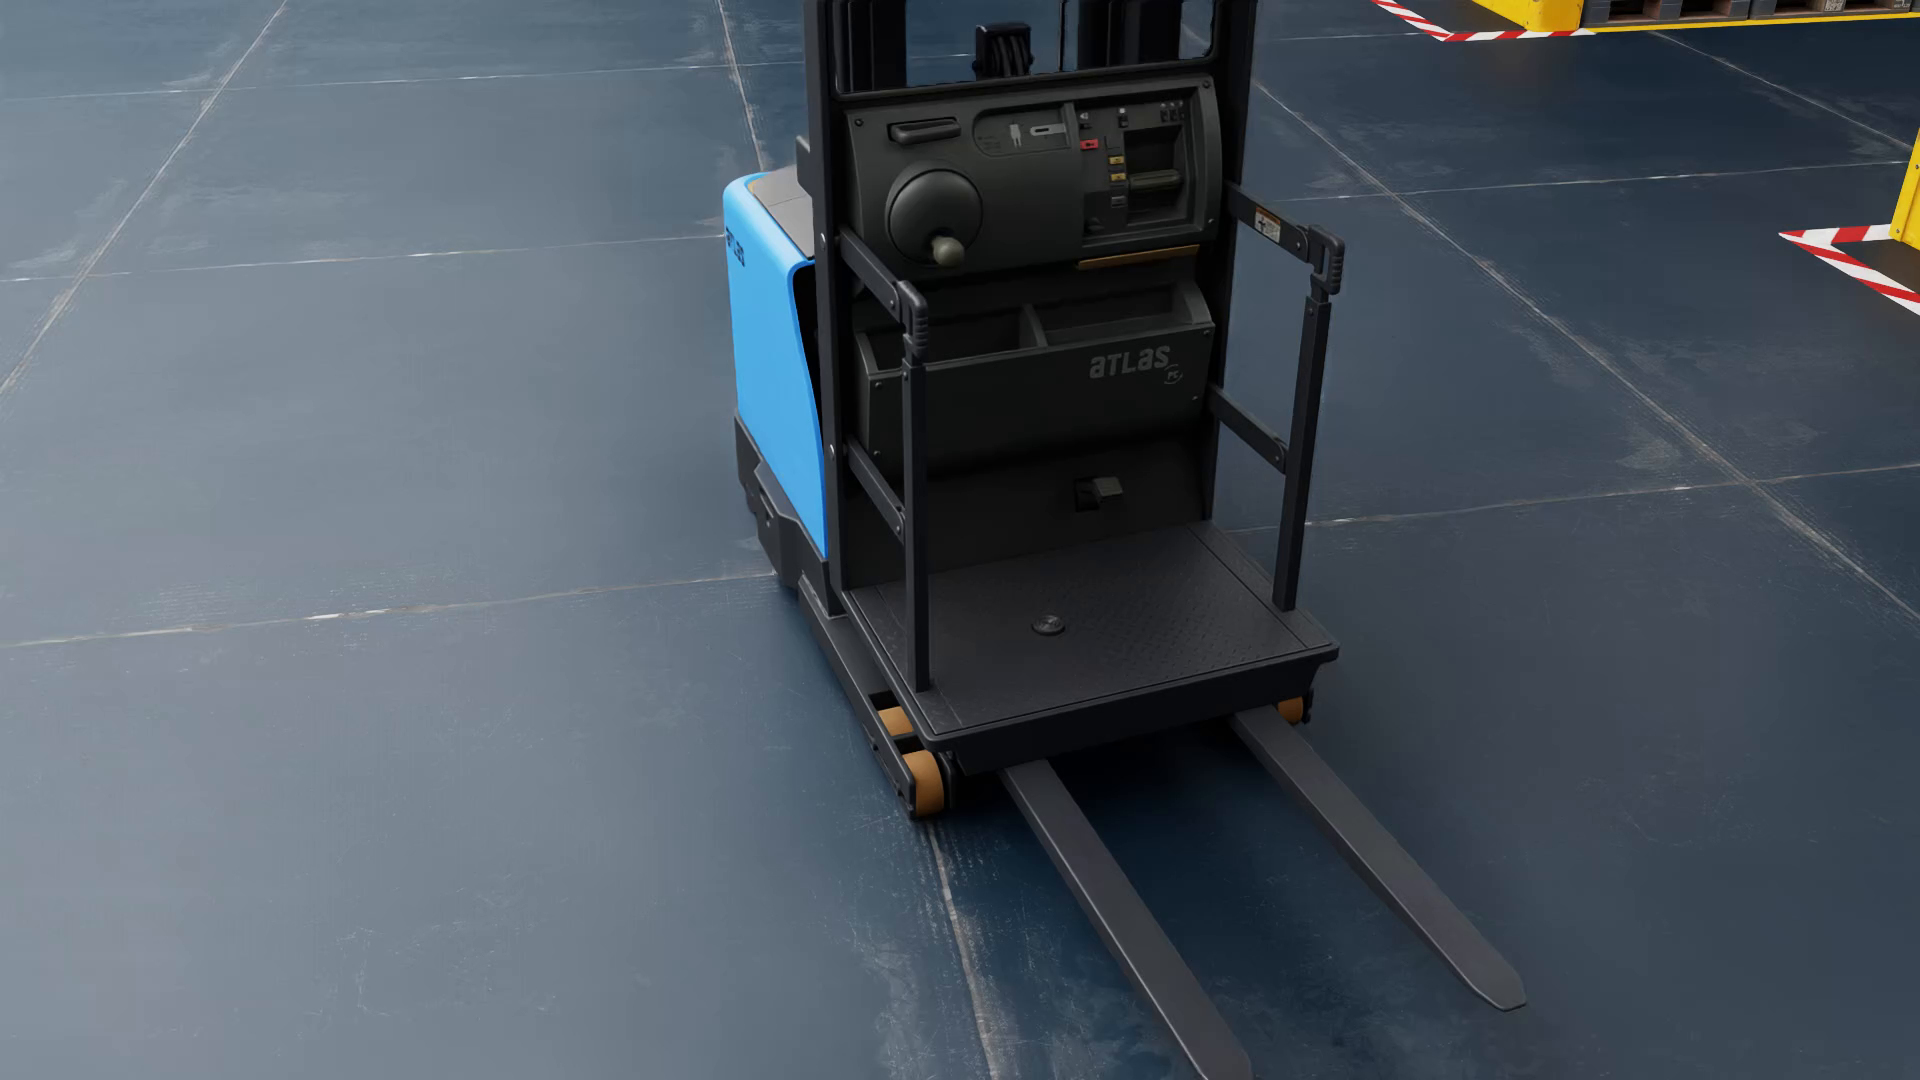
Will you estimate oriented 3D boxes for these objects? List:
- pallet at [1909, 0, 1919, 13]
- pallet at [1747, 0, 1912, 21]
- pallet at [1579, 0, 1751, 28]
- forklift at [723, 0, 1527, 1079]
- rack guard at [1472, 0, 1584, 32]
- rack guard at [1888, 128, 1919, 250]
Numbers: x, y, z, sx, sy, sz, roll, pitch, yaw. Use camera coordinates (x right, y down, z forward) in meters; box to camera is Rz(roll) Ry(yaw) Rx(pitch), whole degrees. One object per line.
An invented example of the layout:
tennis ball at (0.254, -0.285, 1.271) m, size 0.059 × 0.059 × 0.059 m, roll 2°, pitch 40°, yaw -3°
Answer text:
pallet at (7.033, -4.004, 11.851) m, size 1.213 × 0.211 × 1.003 m, roll -5°, pitch 31°, yaw -9°
pallet at (5.830, -3.891, 11.659) m, size 1.213 × 0.211 × 1.003 m, roll -5°, pitch 31°, yaw -9°
pallet at (4.632, -3.781, 11.472) m, size 1.213 × 0.211 × 1.003 m, roll -5°, pitch 31°, yaw -9°
forklift at (0.269, -0.820, 3.753) m, size 1.130 × 2.935 × 3.031 m, roll -11°, pitch 32°, yaw -18°
rack guard at (3.827, -3.849, 11.303) m, size 0.348 × 0.500 × 1.175 m, roll -5°, pitch 31°, yaw -9°
rack guard at (4.523, -1.358, 7.066) m, size 0.348 × 0.500 × 1.175 m, roll -5°, pitch 31°, yaw -9°
